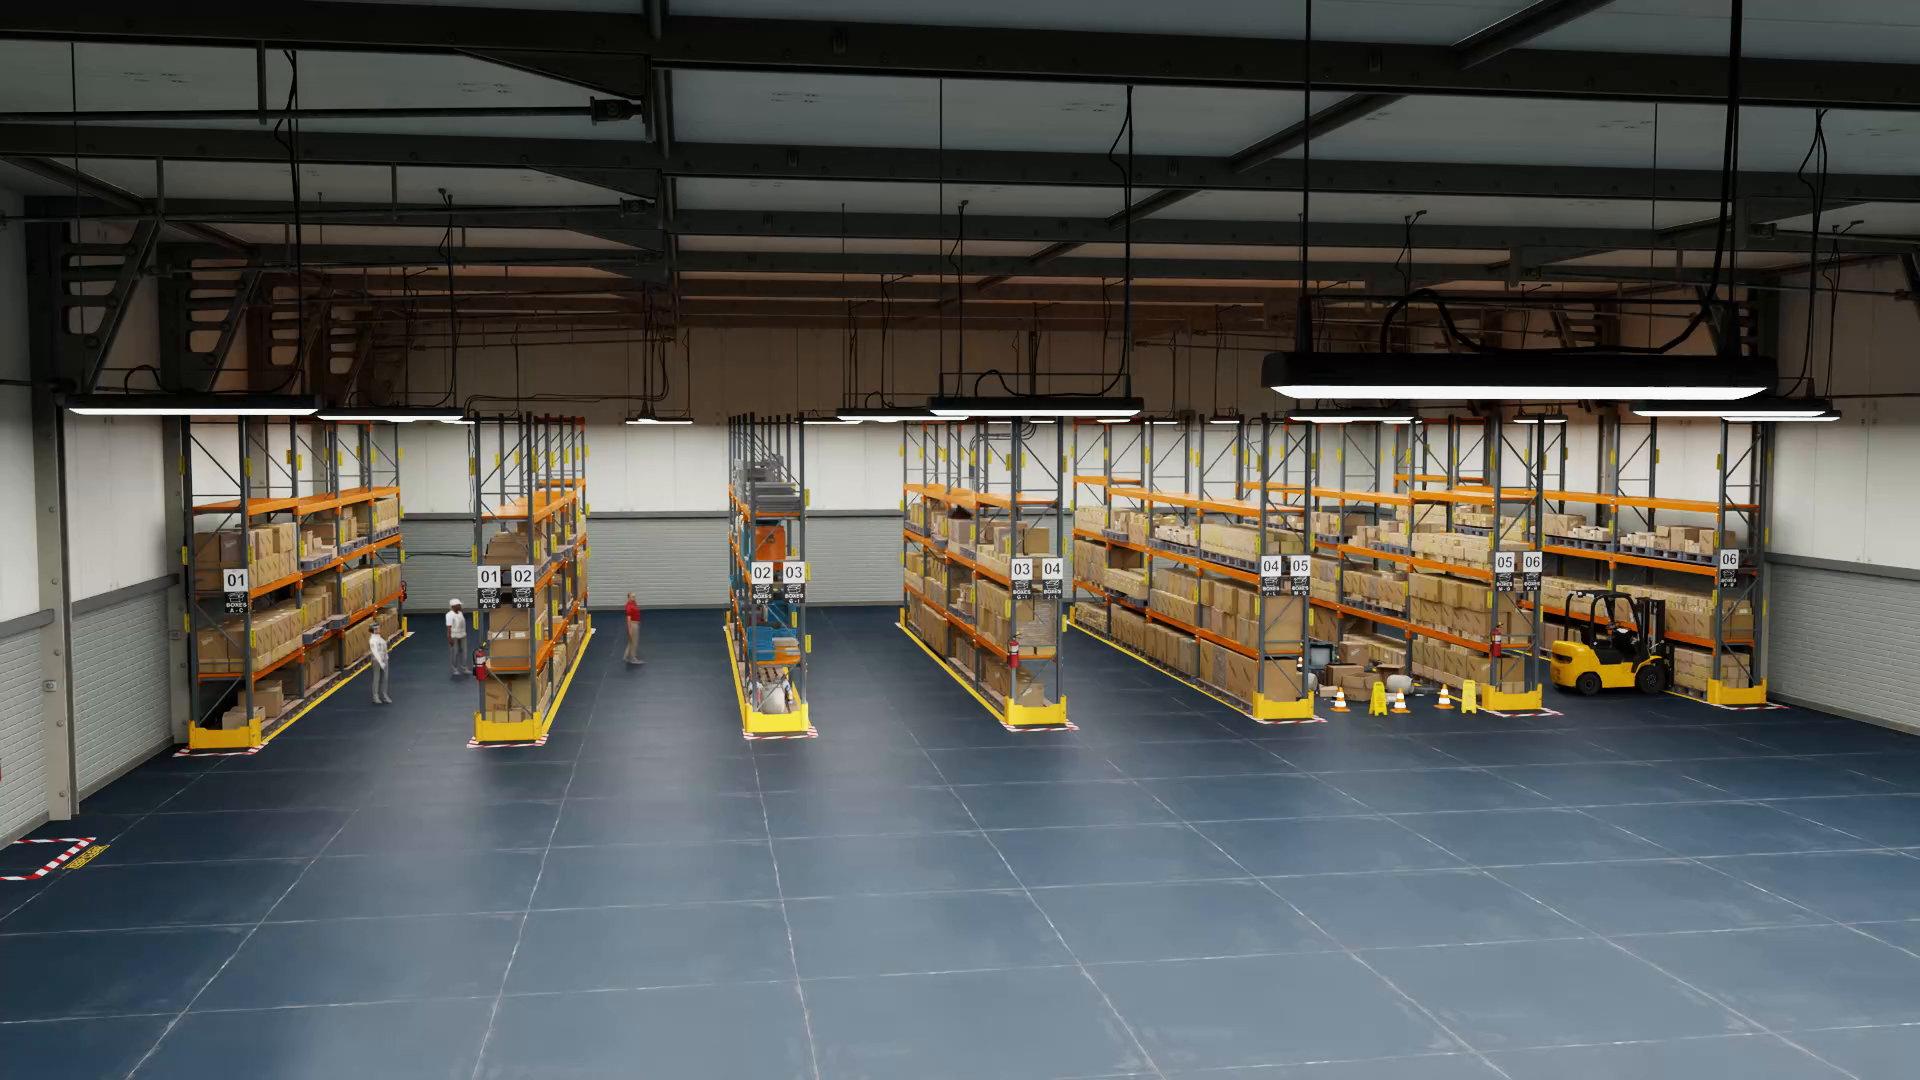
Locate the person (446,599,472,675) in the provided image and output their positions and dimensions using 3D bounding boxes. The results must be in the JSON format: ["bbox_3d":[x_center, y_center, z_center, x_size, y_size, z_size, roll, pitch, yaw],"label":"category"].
[{"bbox_3d":[-11.603,2.236,38.394,0.416,1.767,0.622,3,5,37],"label":"person"}]

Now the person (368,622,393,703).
[{"bbox_3d":[-12.001,2.554,34.481,0.509,1.712,0.549,2,4,24],"label":"person"}]

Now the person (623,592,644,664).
[{"bbox_3d":[-7.895,2.123,40.171,0.472,1.731,0.571,-1,4,-15],"label":"person"}]

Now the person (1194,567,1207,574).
[{"bbox_3d":[7.432,1.405,50.981,0.718,1.686,0.568,-2,4,-24],"label":"person"}]
